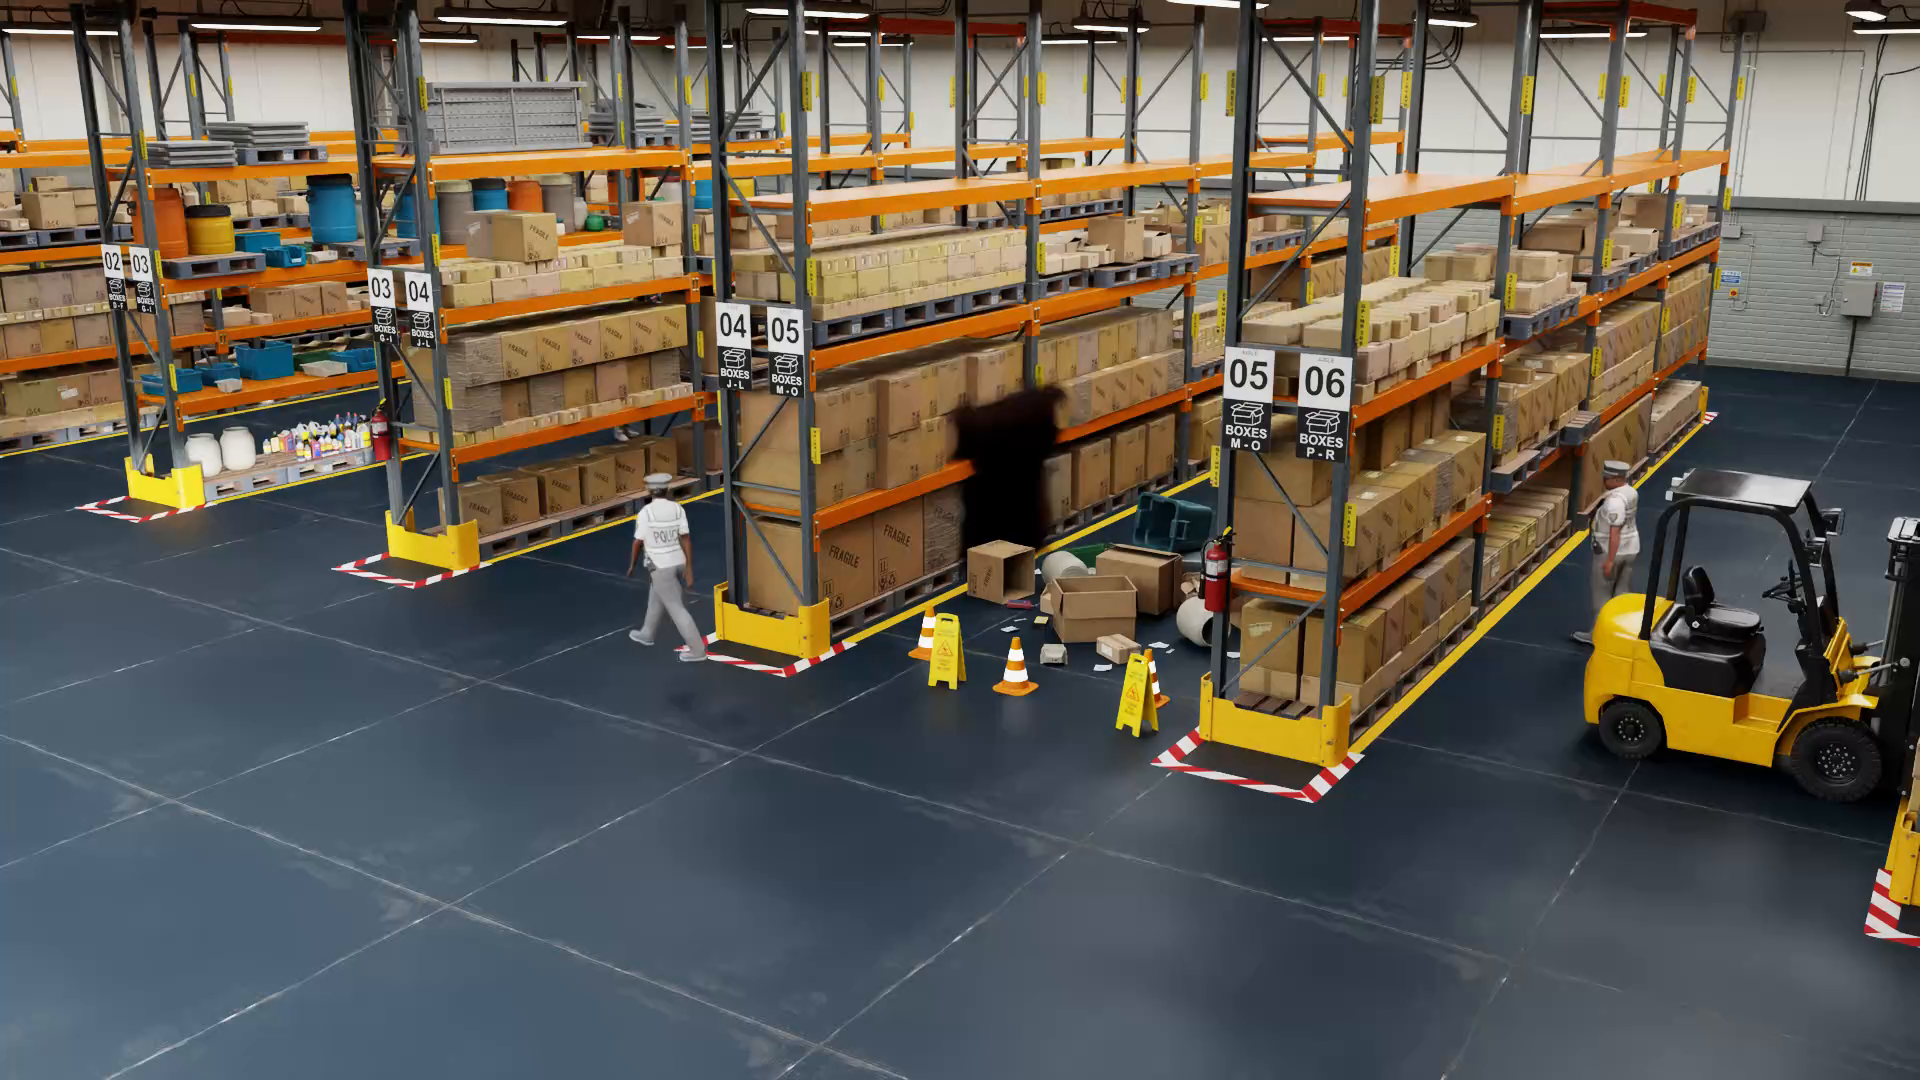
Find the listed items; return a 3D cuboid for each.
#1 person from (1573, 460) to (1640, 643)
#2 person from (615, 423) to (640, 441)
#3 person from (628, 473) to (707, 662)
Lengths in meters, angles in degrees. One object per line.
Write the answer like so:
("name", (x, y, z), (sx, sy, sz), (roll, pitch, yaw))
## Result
("person", (6.126, 0.128, 15.537), (0.556, 1.752, 0.444), (-9, 18, -29))
("person", (-4.931, -2.355, 24.448), (0.403, 1.805, 0.546), (10, 18, 32))
("person", (-2.596, 0.231, 14.382), (0.964, 1.599, 0.451), (7, 17, 24))
